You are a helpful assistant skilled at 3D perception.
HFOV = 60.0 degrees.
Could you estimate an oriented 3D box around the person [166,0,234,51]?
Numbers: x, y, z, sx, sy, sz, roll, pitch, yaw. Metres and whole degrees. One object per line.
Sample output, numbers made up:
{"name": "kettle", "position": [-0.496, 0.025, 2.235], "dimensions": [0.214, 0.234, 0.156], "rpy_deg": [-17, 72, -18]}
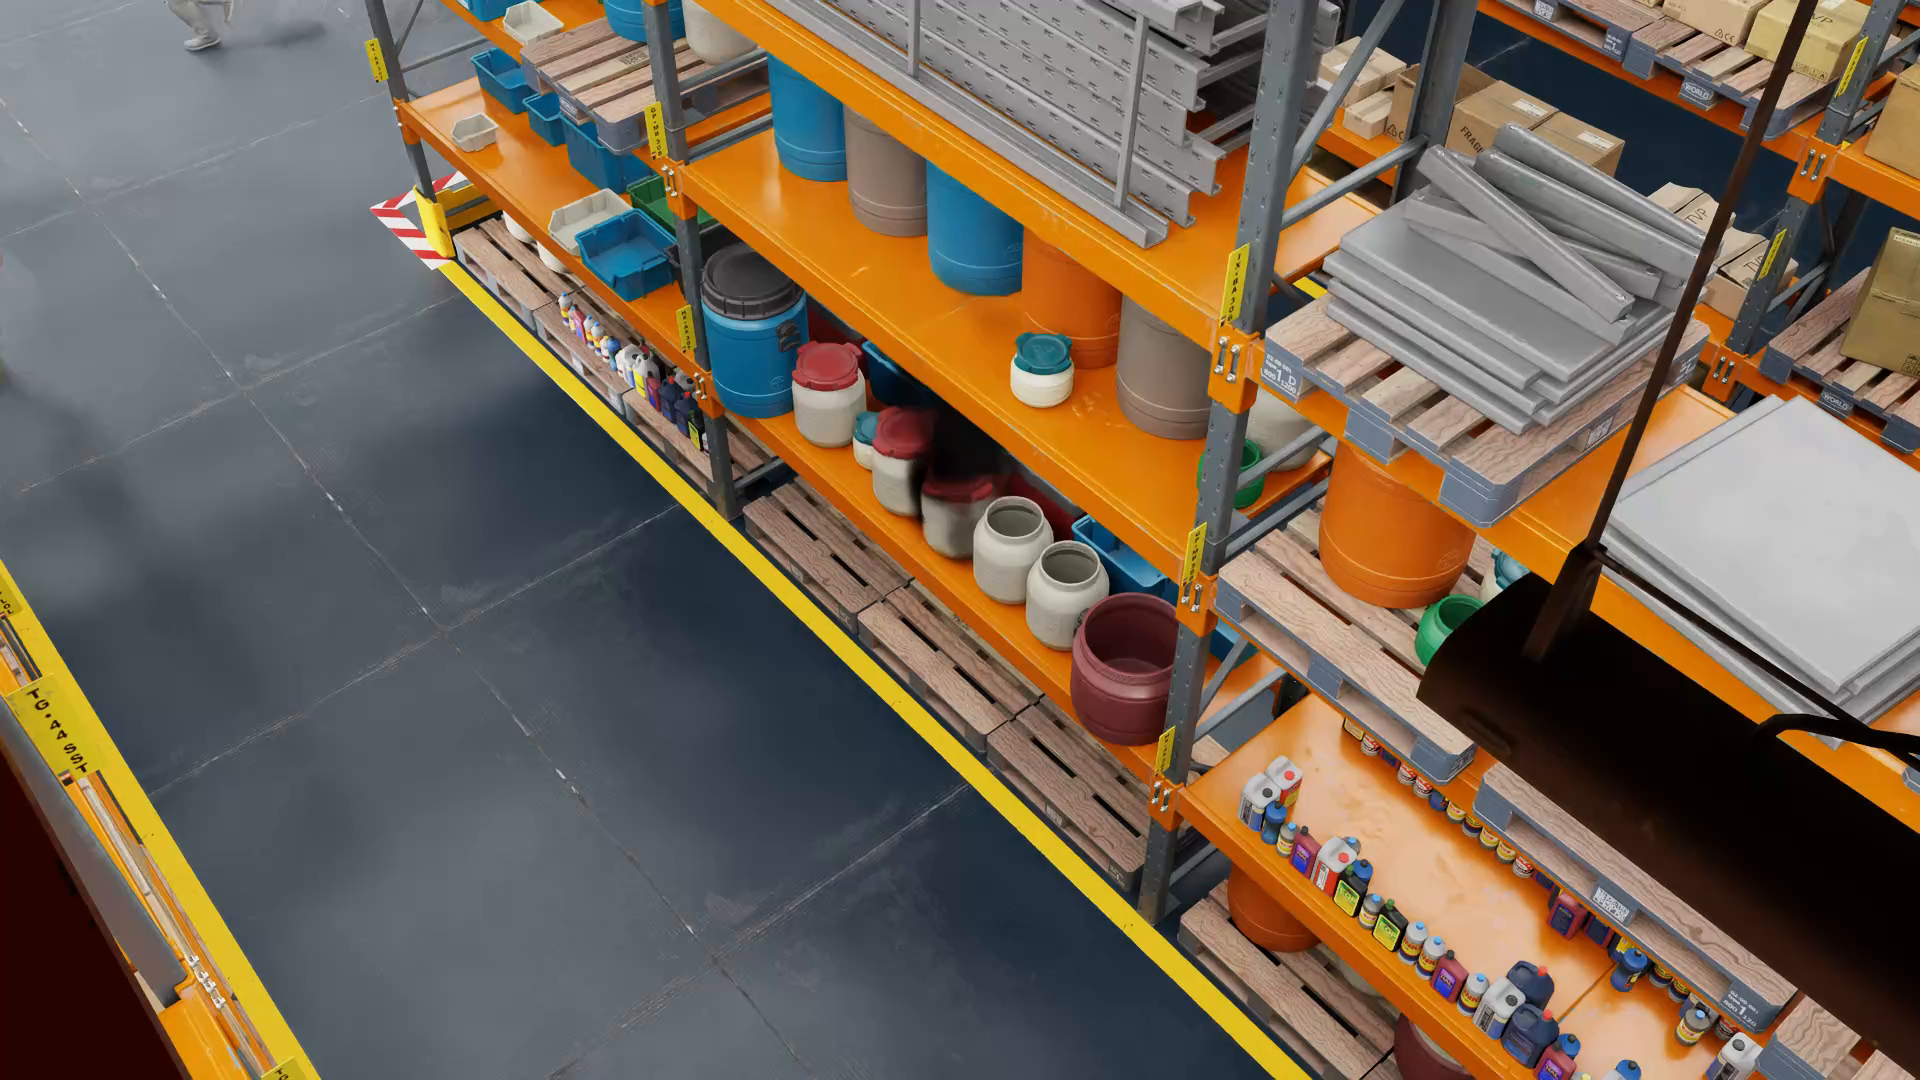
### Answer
{"name": "person", "position": [-6.870, -5.183, 14.714], "dimensions": [0.602, 1.742, 0.664], "rpy_deg": [-14, 48, -13]}
